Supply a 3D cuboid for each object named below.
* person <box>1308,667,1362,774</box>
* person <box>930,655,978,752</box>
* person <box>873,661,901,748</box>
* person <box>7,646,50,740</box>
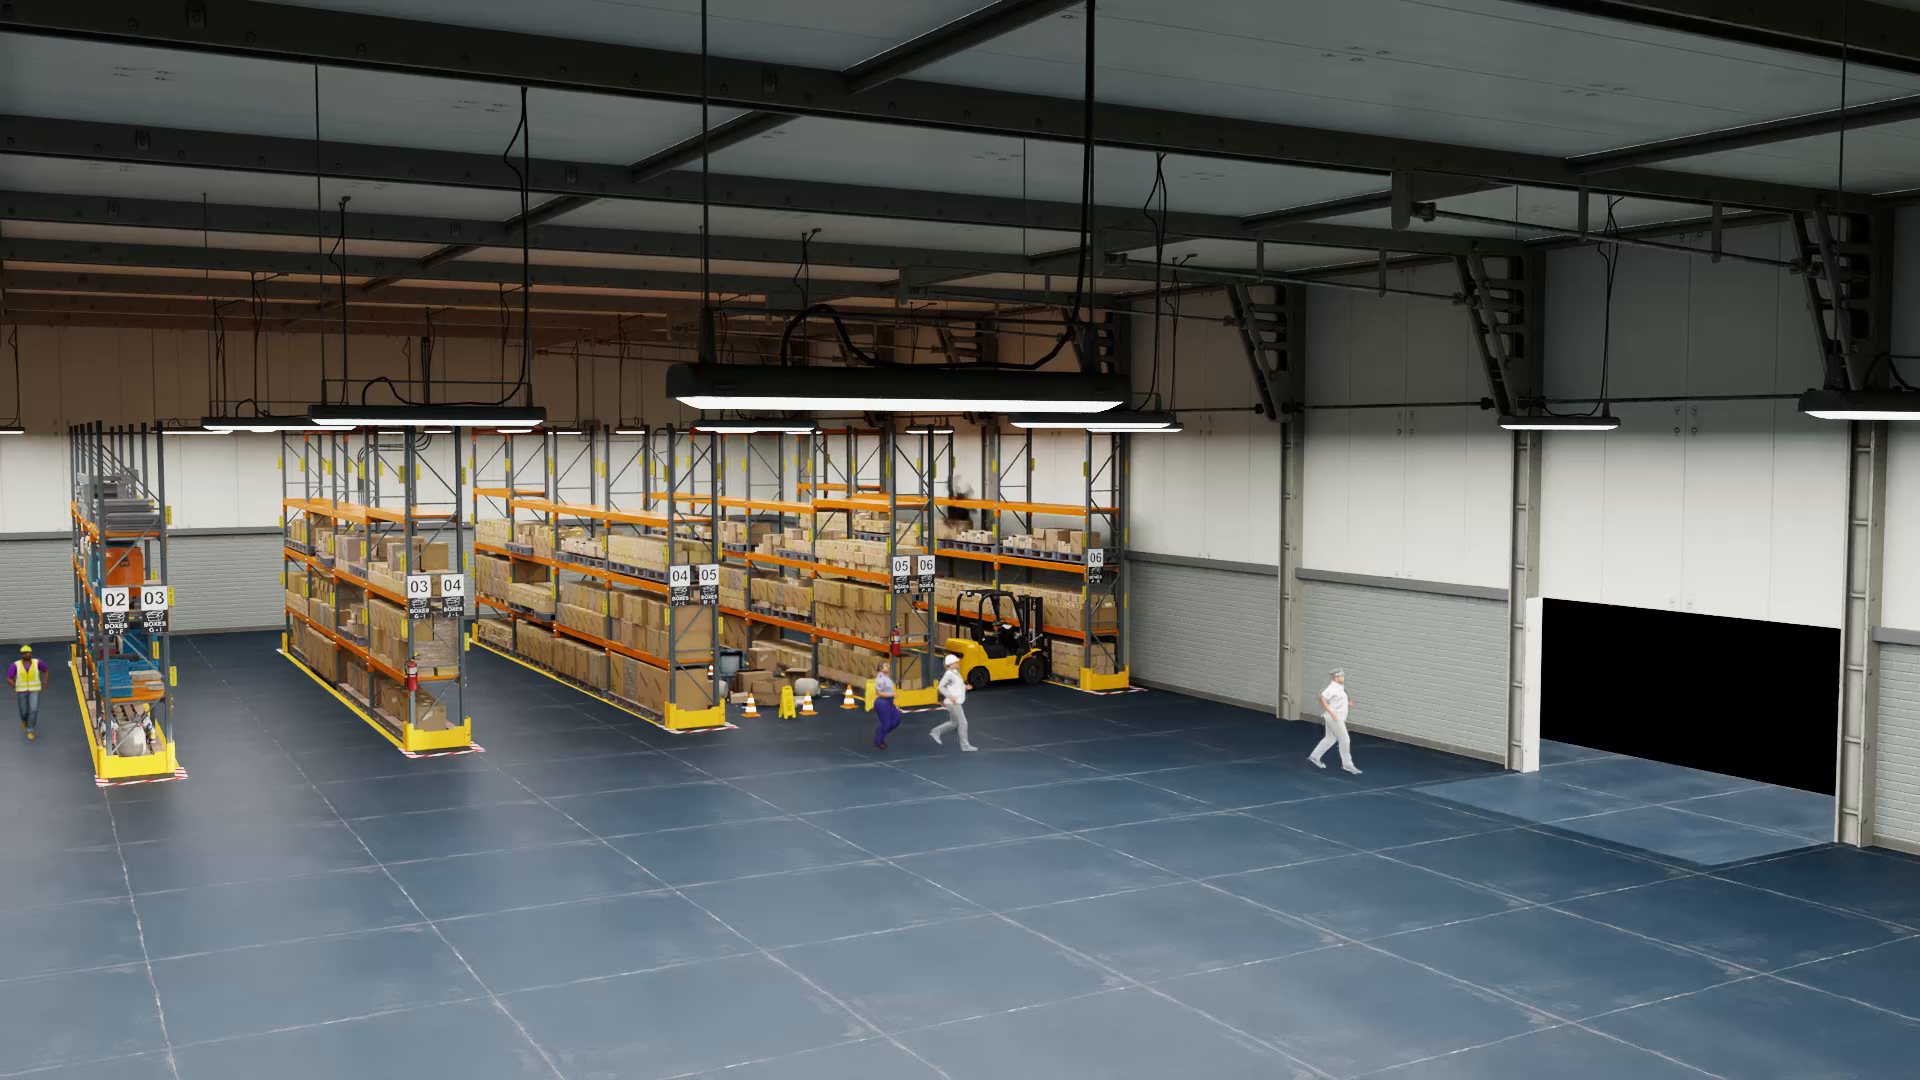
[{"bbox_3d":[6.413,3.061,28.406,0.897,1.798,0.665,1,4,14],"label":"person"},{"bbox_3d":[-0.121,2.962,30.297,0.930,1.750,0.666,1,4,13],"label":"person"},{"bbox_3d":[-1.334,3.022,30.561,0.550,1.604,0.594,1,4,14],"label":"person"},{"bbox_3d":[-17.800,2.896,31.784,0.712,1.754,0.932,-2,4,-28],"label":"person"}]
